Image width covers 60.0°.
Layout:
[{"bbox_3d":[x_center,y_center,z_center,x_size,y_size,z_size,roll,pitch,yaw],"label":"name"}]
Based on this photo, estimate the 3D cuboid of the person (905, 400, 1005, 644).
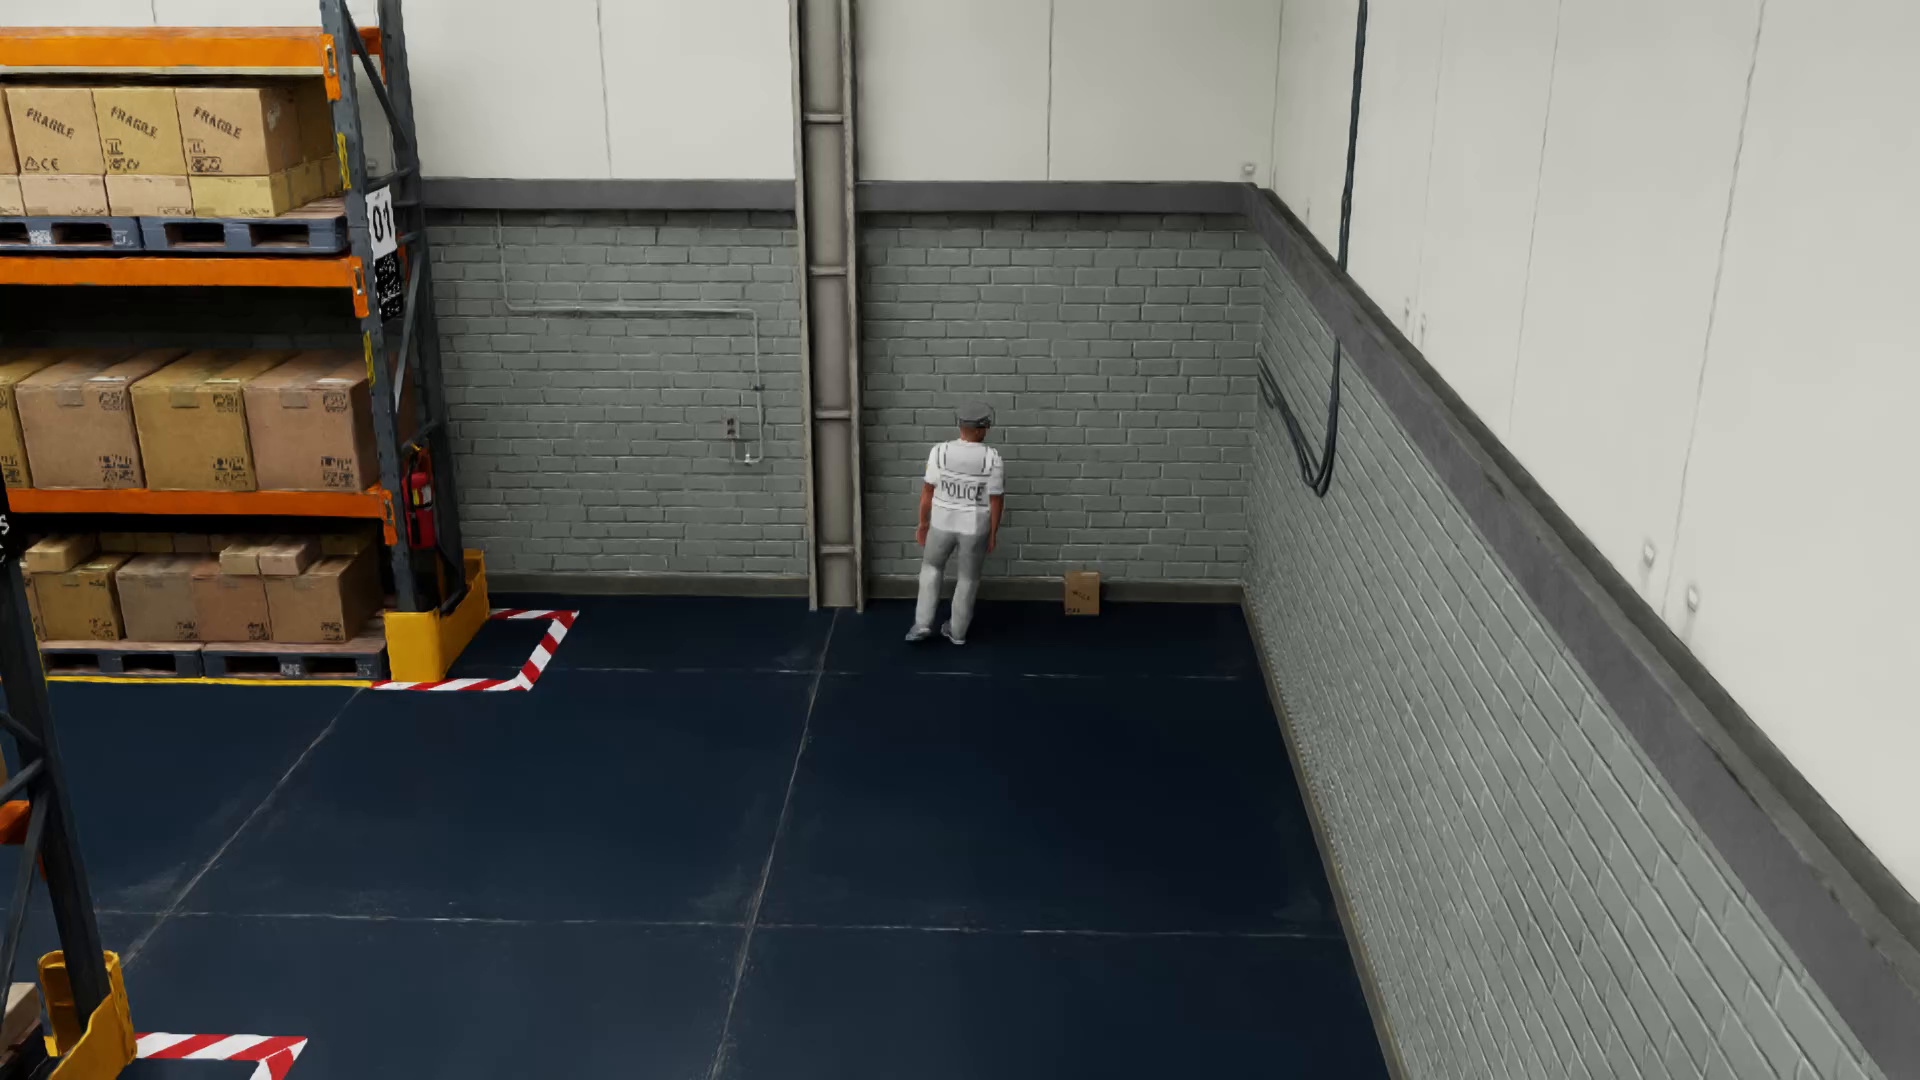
[{"bbox_3d":[-0.038,-0.095,11.356,0.700,1.768,0.455,2,21,6],"label":"person"}]
